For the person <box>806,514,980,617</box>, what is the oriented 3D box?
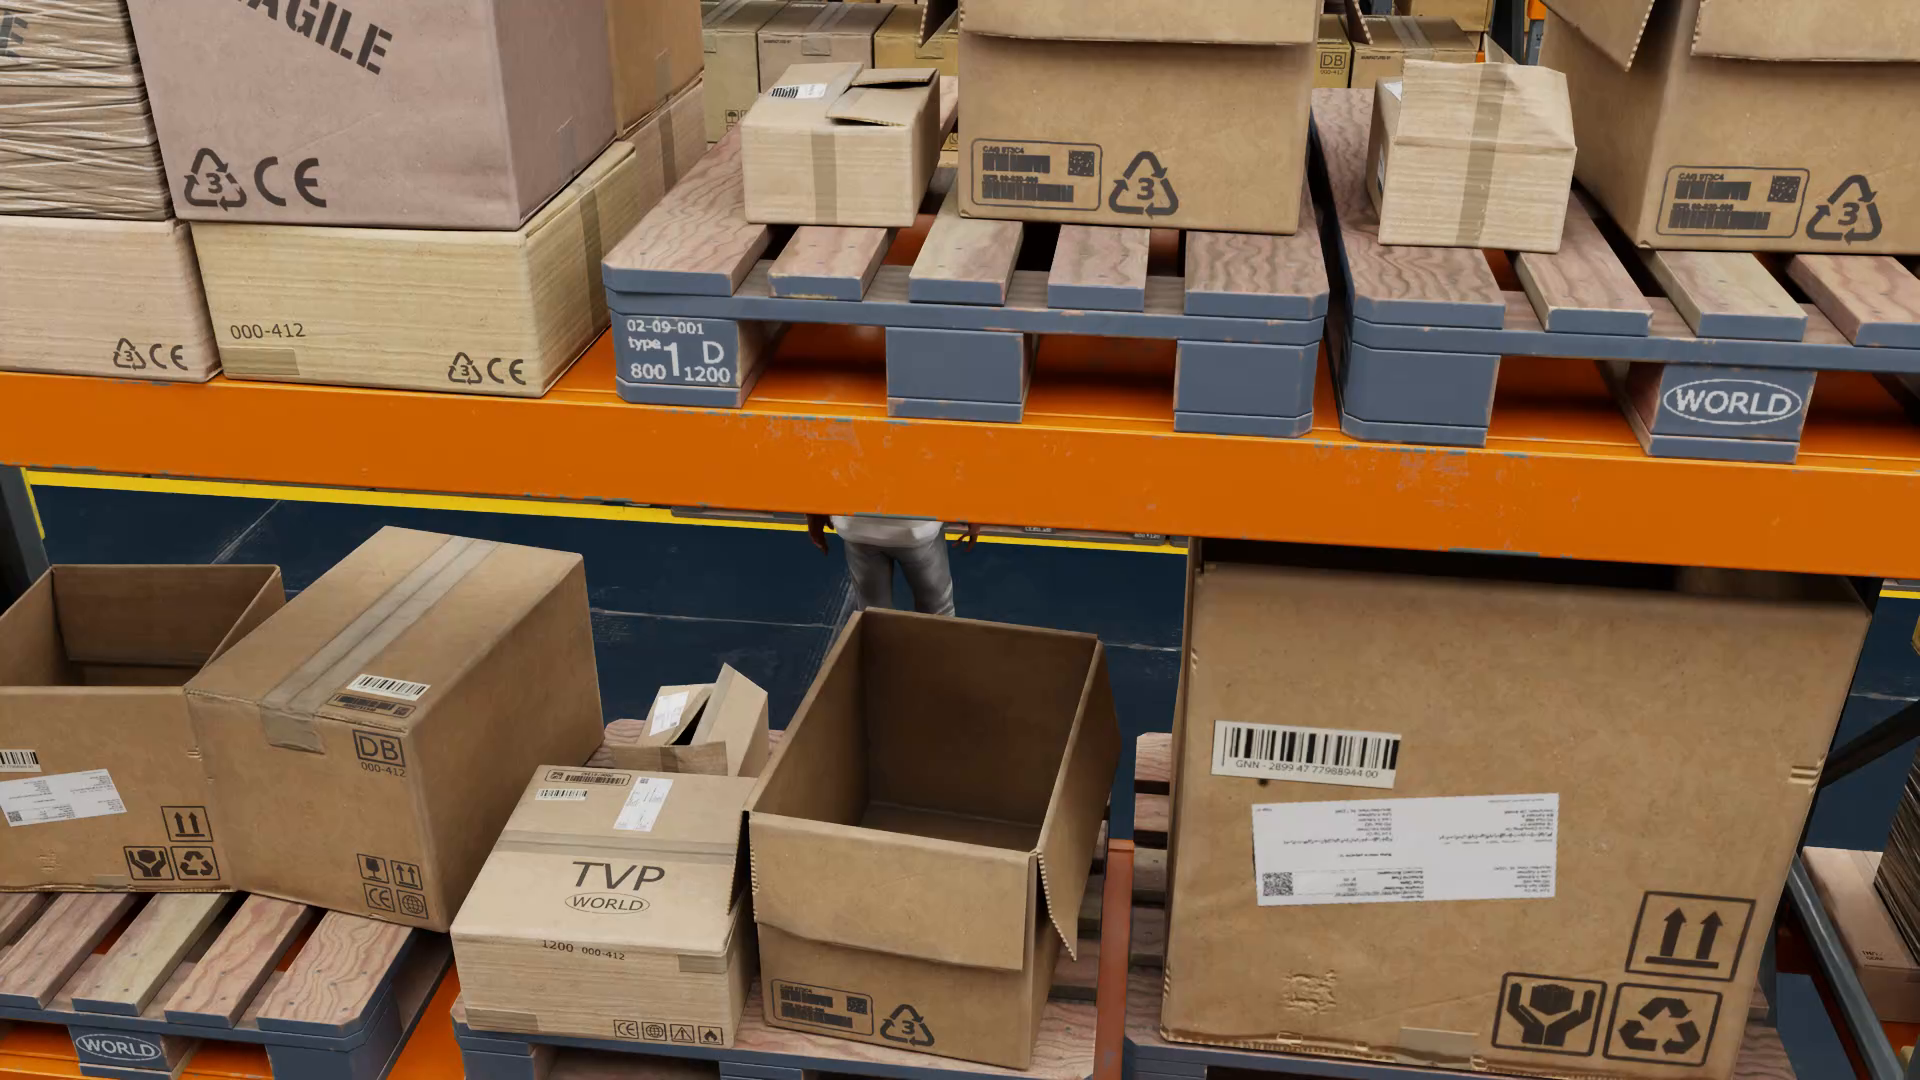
[{"bbox_3d":[-0.250,-0.107,6.277,0.665,1.768,0.575,3,28,6],"label":"person"}]
